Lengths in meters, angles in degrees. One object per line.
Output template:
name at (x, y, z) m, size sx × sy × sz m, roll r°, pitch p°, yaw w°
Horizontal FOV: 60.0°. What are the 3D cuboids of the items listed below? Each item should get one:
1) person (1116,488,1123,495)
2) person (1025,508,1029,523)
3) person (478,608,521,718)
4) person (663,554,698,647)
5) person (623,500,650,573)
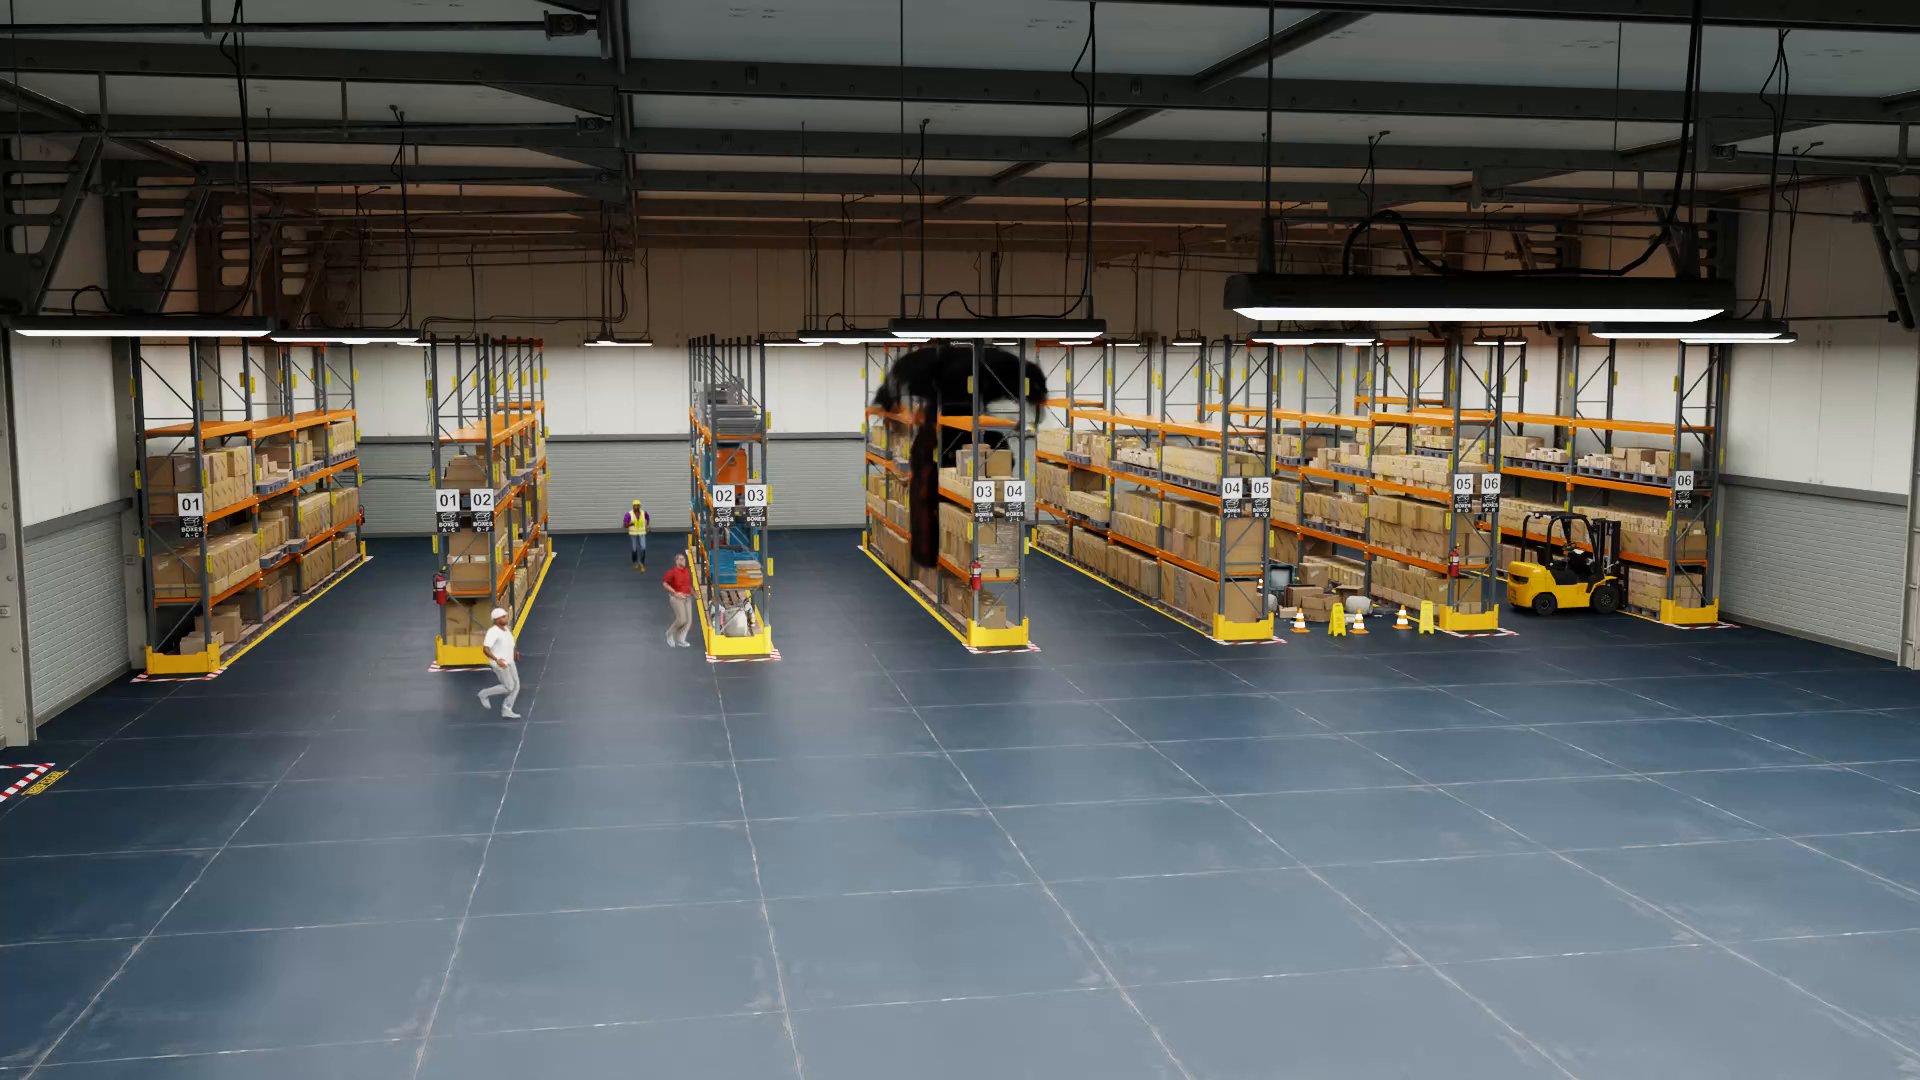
person at (4.647, -0.666, 48.235) m, size 0.609 × 1.670 × 0.936 m, roll -4°, pitch 8°, yaw -30°
person at (1.528, -0.274, 45.045) m, size 0.668 × 1.701 × 0.722 m, roll -2°, pitch 7°, yaw -17°
person at (-7.170, 1.918, 25.891) m, size 0.650 × 1.727 × 0.693 m, roll 1°, pitch 7°, yaw 10°
person at (-5.126, 1.115, 30.488) m, size 0.545 × 1.715 × 0.648 m, roll 5°, pitch 8°, yaw 35°
person at (-8.028, -0.104, 41.370) m, size 0.677 × 1.794 × 0.744 m, roll -2°, pitch 7°, yaw -16°
